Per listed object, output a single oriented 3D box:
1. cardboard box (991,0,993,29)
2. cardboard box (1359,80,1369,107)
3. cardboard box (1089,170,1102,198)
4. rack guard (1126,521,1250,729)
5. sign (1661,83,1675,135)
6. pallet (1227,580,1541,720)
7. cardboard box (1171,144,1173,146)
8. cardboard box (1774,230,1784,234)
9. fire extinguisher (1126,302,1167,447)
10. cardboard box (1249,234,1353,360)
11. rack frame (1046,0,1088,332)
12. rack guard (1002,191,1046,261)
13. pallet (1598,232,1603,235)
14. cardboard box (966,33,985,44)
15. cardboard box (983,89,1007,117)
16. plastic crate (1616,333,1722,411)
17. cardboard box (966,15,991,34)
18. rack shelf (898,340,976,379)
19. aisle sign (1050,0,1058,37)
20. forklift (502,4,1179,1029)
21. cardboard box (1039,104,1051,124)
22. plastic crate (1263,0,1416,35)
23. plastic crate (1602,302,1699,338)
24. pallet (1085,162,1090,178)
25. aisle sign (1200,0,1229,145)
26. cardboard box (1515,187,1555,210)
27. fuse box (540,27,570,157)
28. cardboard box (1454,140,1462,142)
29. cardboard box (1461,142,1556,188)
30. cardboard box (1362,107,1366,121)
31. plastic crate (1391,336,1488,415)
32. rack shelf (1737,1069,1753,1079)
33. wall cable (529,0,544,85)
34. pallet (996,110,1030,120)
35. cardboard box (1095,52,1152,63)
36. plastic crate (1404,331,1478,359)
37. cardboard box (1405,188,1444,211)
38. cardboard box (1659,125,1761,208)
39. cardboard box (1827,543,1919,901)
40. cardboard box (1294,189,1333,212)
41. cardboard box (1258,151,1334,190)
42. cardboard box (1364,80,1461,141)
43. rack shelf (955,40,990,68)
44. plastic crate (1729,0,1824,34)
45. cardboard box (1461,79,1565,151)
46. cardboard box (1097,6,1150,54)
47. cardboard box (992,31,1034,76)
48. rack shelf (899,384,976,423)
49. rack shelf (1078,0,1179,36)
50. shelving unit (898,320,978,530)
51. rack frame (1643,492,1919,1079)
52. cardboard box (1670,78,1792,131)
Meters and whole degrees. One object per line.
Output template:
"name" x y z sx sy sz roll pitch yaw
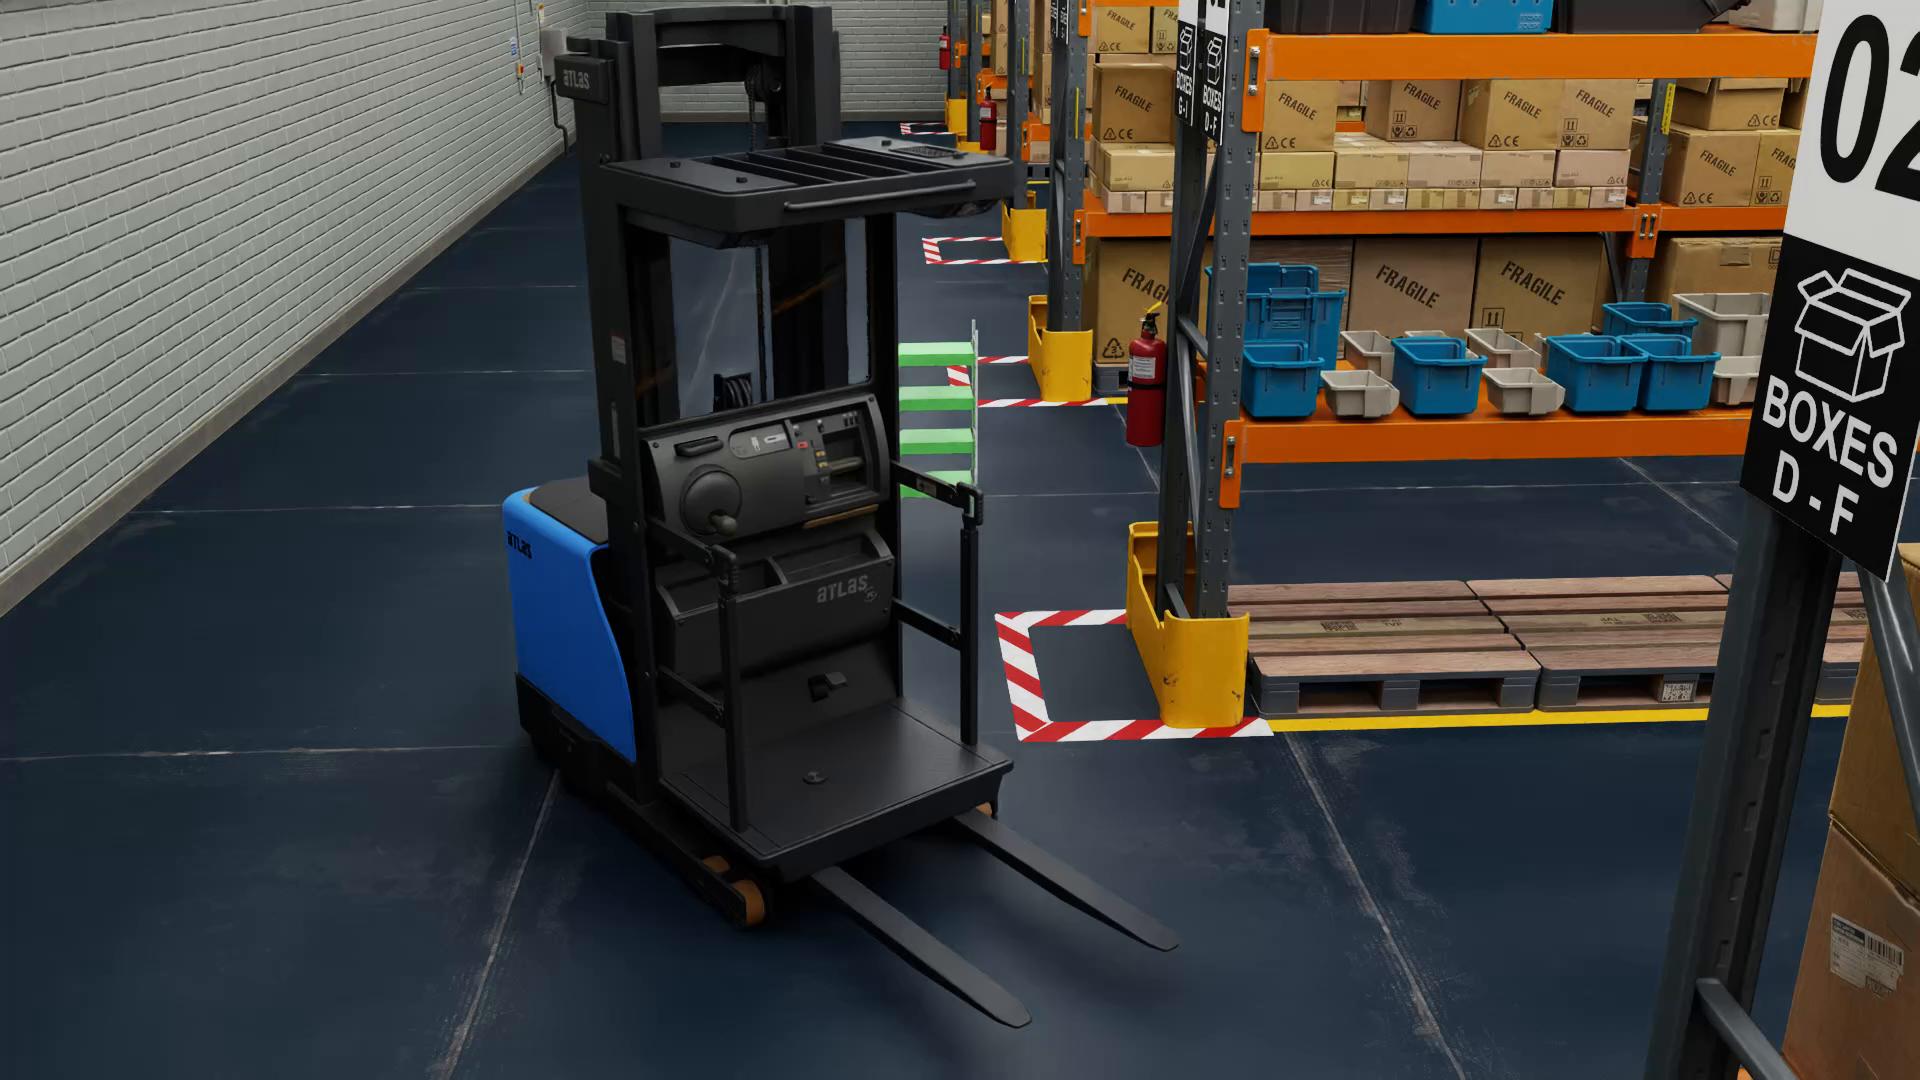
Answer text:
"cardboard box" 0.646 -6.707 20.976 0.500 0.500 0.500 0 21 -1
"cardboard box" 4.089 -4.499 16.164 0.500 0.500 0.500 -1 21 -3
"cardboard box" 1.081 -2.585 12.049 0.250 0.149 0.380 -1 21 -2
"rack guard" 1.004 0.354 7.488 0.348 0.500 1.175 -1 21 -3
"sign" 4.771 -2.904 11.205 0.005 0.325 0.100 -1 21 -3
"pallet" 1.853 0.481 7.560 1.213 0.211 1.003 -1 21 -3
"cardboard box" 1.719 -2.762 11.951 0.500 0.250 0.500 -2 21 -4
"cardboard box" 6.268 -1.902 12.296 0.875 0.875 1.225 -2 21 -5
"fire extinguisher" 0.851 -0.767 7.552 0.183 0.674 0.296 -1 21 -3
"cardboard box" 2.287 -1.842 12.138 0.875 0.875 0.875 -1 21 -3
"rack frame" 0.744 -2.578 11.678 0.127 3.000 1.000 -1 21 -3
"rack guard" 0.638 -3.176 16.760 0.348 0.500 1.175 -1 21 -3
"pallet" 6.554 -3.163 17.131 1.213 0.211 1.003 -1 21 -3
"cardboard box" 0.235 -7.654 25.361 0.250 0.149 0.380 -1 21 -3
"cardboard box" 0.508 -6.870 25.869 0.637 0.503 0.797 -2 21 -5
"plastic crate" 2.907 -0.690 6.868 0.300 0.233 0.416 -1 21 -3
"cardboard box" 0.360 -7.844 25.302 0.500 0.250 0.500 -1 21 -3
"rack shelf" -0.165 -0.946 8.751 0.480 0.148 0.258 -1 21 -3
"aisle sign" 0.655 -3.898 11.491 0.004 0.787 0.394 -1 21 -3
"forklift" -0.518 -0.249 5.655 1.130 2.935 3.031 -16 26 -36
"cardboard box" 0.904 -4.115 16.067 0.250 0.149 0.380 -1 21 -3
"plastic crate" 1.427 -2.069 6.306 0.590 0.269 0.497 -1 21 -3
"plastic crate" 3.063 -0.902 7.424 0.300 0.233 0.416 -1 21 -3
"pallet" 2.188 -4.863 21.598 1.213 0.211 1.003 -1 21 -3
"aisle sign" 0.972 -1.927 6.313 0.004 0.787 0.394 -1 21 -3
"cardboard box" 3.939 -2.409 11.586 0.250 0.149 0.380 -2 21 -4
"fuse box" -5.424 -6.123 22.798 0.414 1.711 0.539 -1 21 -3
"cardboard box" 3.757 -2.804 12.062 0.500 0.250 0.500 -1 21 -3
"cardboard box" 3.795 -2.615 11.566 0.500 0.250 0.500 -1 21 -1
"cardboard box" 4.033 -4.173 16.220 0.250 0.149 0.380 -2 21 -4
"plastic crate" 1.950 -0.670 6.817 0.300 0.233 0.416 -1 21 -3
"rack shelf" 3.303 1.236 2.669 4.000 0.370 1.077 -1 21 -3
"wall cable" -5.542 -6.954 21.743 0.122 1.984 0.588 -1 21 -3
"pallet" 0.763 -6.577 26.099 1.213 0.211 1.003 -1 21 -3
"cardboard box" 1.559 -4.459 16.059 0.500 0.500 0.500 -1 21 -3
"plastic crate" 2.121 -0.805 7.307 0.243 0.136 0.396 -1 21 -3
"cardboard box" 3.169 -2.393 11.545 0.250 0.149 0.380 -1 21 -4
"cardboard box" 5.211 -2.627 11.665 0.500 0.500 0.500 -1 21 -3
"cardboard box" 1.735 0.320 2.519 0.500 0.500 0.500 -1 21 -4
"cardboard box" 2.401 -2.378 11.504 0.250 0.149 0.380 -1 21 -4
"cardboard box" 2.259 -2.583 11.482 0.500 0.250 0.500 -2 21 -5
"cardboard box" 3.234 -3.141 11.893 0.500 0.500 0.500 -2 21 -5
"rack shelf" 1.888 -7.566 25.790 4.000 0.370 1.077 -1 21 -3
"plastic crate" 3.257 -2.101 6.374 0.530 0.282 0.437 -1 21 -3
"cardboard box" 3.794 -2.966 11.434 0.500 0.500 0.500 -1 21 -2
"cardboard box" 1.529 -4.923 15.871 0.500 0.500 0.500 -1 21 -1
"cardboard box" 0.674 -6.053 20.664 0.500 0.500 0.500 -1 21 -3
"rack shelf" -0.165 -0.722 8.836 0.480 0.148 0.258 -1 21 -3
"rack shelf" 2.741 -3.685 11.379 4.000 0.370 1.077 -1 21 -3
"shelving unit" -0.165 -0.557 8.899 0.503 1.200 0.258 -1 21 -3
"rack frame" 1.306 0.941 2.434 0.127 3.000 1.000 -1 21 -3
"cardboard box" 5.375 -3.191 11.737 0.637 0.503 0.797 -2 21 -4
